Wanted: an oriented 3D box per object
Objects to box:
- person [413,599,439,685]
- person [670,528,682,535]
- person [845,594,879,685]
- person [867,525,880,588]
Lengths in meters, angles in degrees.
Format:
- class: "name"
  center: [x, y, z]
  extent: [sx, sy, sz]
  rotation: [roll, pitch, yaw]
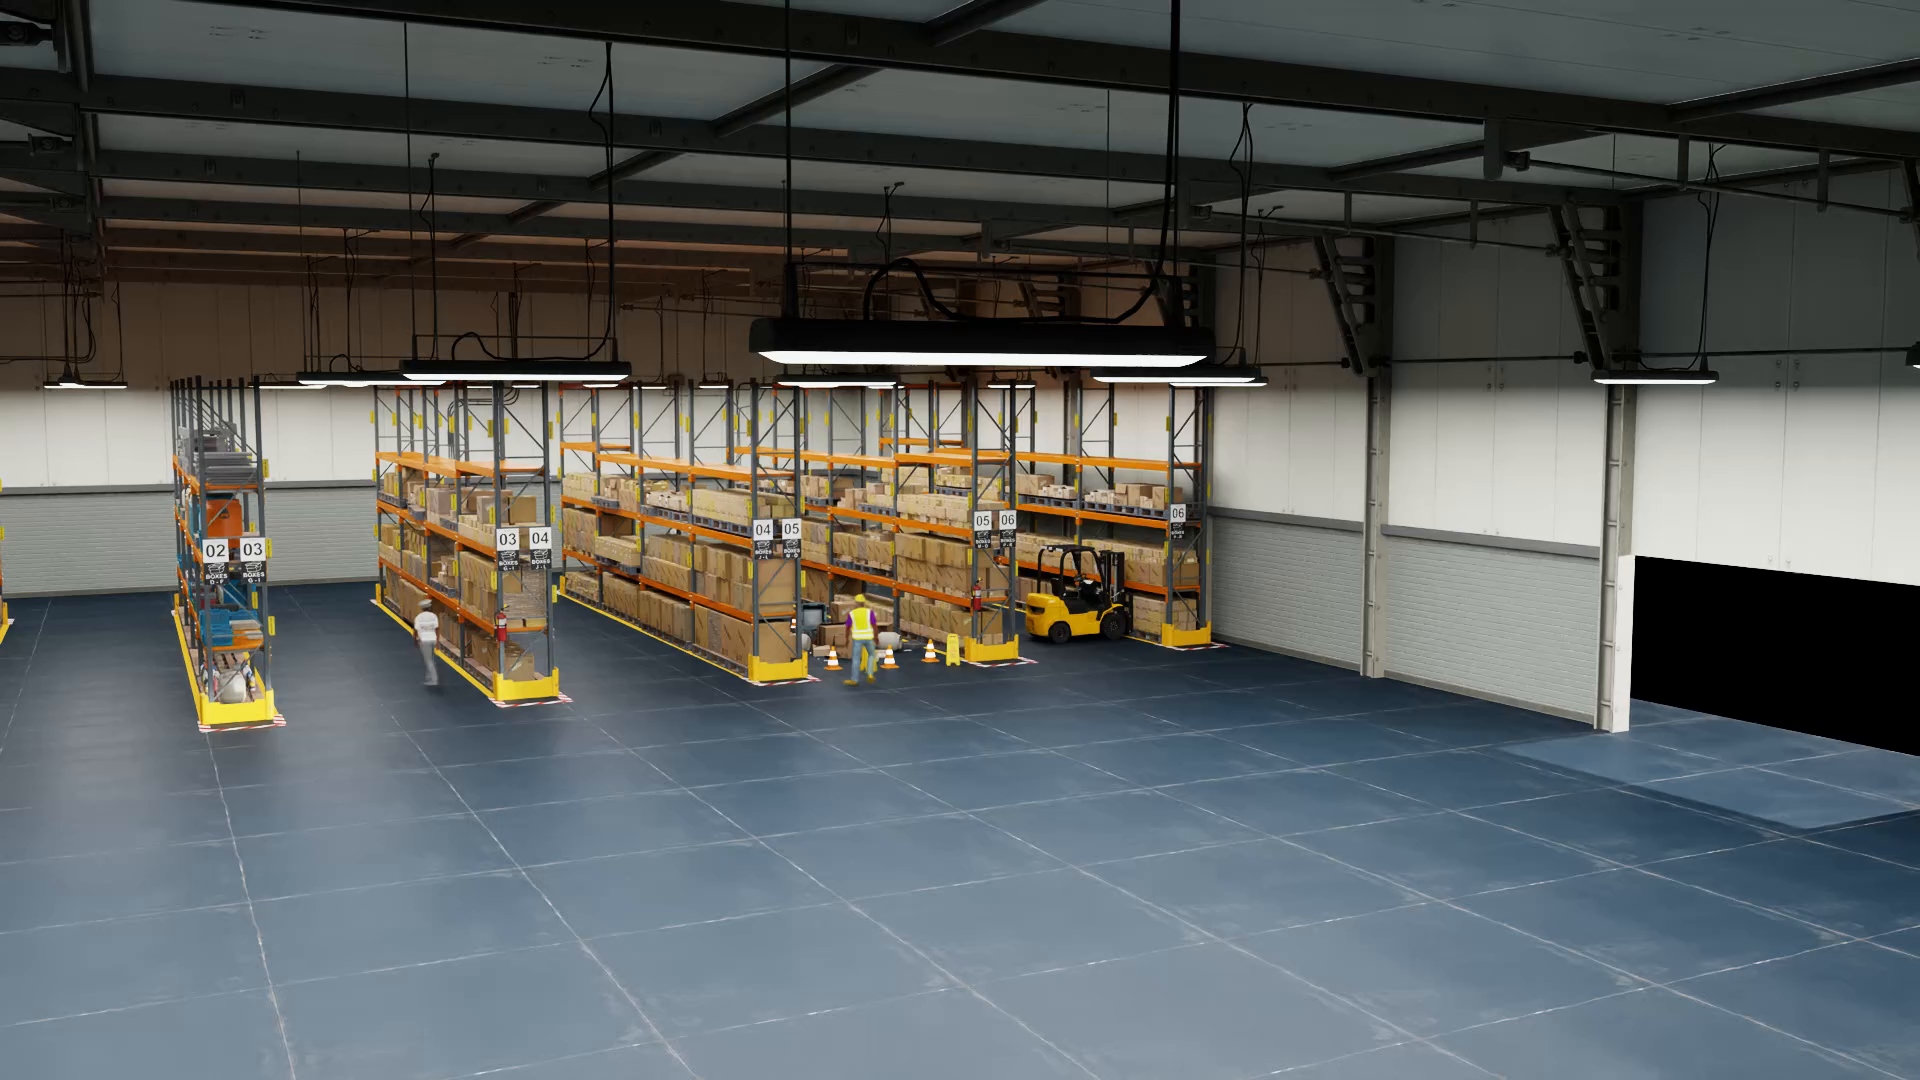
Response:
- class: "person"
  center: [-10.401, 2.030, 32.440]
  extent: [0.598, 1.743, 0.474]
  rotation: [3, 6, 27]
- class: "person"
  center: [-9.024, 0.188, 52.870]
  extent: [0.476, 1.681, 0.363]
  rotation: [-2, 6, -25]
- class: "person"
  center: [-1.906, 1.942, 32.496]
  extent: [0.656, 1.770, 0.429]
  rotation: [-1, 5, -12]
- class: "person"
  center: [-2.455, 0.458, 46.025]
  extent: [0.546, 1.761, 0.437]
  rotation: [1, 5, 16]
